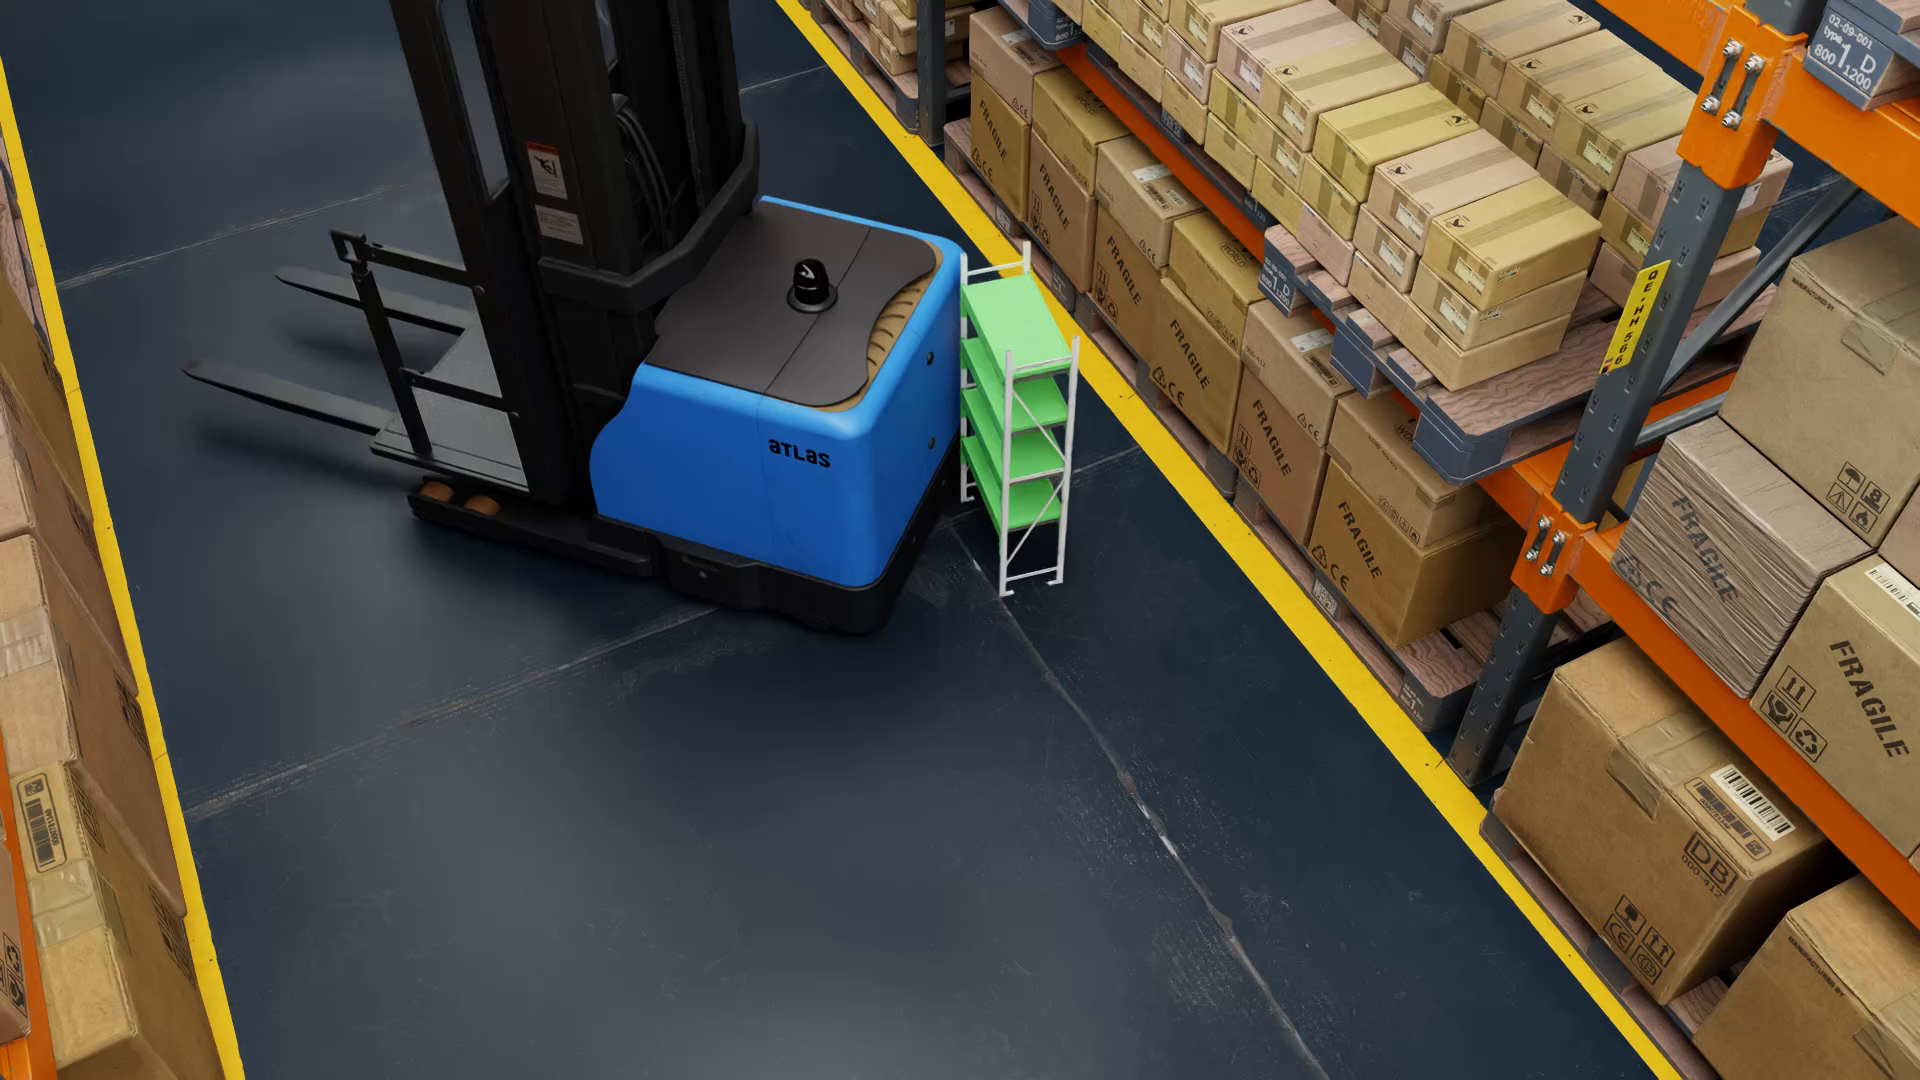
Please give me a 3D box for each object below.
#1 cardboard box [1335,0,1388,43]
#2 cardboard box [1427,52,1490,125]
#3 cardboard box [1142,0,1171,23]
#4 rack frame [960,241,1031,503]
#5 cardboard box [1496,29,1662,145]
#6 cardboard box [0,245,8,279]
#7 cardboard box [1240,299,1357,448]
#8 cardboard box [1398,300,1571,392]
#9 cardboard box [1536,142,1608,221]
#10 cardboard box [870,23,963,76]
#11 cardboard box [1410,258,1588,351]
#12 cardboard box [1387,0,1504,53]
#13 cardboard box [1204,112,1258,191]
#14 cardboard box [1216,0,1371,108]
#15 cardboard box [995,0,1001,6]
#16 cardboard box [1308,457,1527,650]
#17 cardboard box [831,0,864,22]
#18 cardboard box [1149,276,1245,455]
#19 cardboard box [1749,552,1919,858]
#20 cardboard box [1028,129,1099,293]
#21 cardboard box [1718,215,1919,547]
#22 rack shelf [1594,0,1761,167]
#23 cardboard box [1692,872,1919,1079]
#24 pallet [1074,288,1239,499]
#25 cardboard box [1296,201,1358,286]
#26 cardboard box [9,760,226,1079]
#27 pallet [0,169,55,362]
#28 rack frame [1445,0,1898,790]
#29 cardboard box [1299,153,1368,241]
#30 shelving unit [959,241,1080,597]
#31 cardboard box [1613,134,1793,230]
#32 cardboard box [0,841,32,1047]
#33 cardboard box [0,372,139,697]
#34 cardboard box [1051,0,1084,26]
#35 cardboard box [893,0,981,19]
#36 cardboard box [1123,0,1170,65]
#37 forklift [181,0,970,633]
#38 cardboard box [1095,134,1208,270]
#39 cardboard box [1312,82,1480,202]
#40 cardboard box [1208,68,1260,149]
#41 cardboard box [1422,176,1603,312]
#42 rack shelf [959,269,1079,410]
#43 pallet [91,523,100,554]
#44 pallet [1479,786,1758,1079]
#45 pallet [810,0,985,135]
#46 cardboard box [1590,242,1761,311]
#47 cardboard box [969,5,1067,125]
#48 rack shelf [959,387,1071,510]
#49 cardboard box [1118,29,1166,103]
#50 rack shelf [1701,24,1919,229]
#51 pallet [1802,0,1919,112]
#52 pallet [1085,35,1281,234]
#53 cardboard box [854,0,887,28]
[{"bbox_3d":[1.471,-1.779,5.504,0.380,0.149,0.250,-22,52,-18],"label":"cardboard box"},{"bbox_3d":[1.695,-1.445,5.211,0.380,0.149,0.250,-21,52,-17],"label":"cardboard box"},{"bbox_3d":[0.765,-1.834,5.354,0.380,0.149,0.250,-20,52,-16],"label":"cardboard box"},{"bbox_3d":[0.118,-0.569,5.950,0.240,1.200,0.015,-13,50,-11],"label":"rack frame"},{"bbox_3d":[1.832,-1.344,4.925,0.380,0.149,0.250,-21,52,-18],"label":"cardboard box"},{"bbox_3d":[-4.413,-1.316,6.541,0.875,0.875,0.875,-21,52,-18],"label":"cardboard box"},{"bbox_3d":[1.318,-0.636,5.697,0.500,0.250,0.500,-20,52,-17],"label":"cardboard box"},{"bbox_3d":[1.470,-0.599,4.669,0.380,0.149,0.250,-20,52,-17],"label":"cardboard box"},{"bbox_3d":[1.936,-1.099,4.909,0.380,0.149,0.250,-19,51,-16],"label":"cardboard box"},{"bbox_3d":[-0.208,-2.394,7.966,0.380,0.149,0.250,-21,52,-17],"label":"cardboard box"},{"bbox_3d":[1.474,-0.699,4.559,0.380,0.149,0.250,-20,52,-17],"label":"cardboard box"},{"bbox_3d":[1.586,-1.702,5.238,0.380,0.149,0.250,-19,51,-16],"label":"cardboard box"},{"bbox_3d":[1.005,-1.286,5.270,0.380,0.149,0.250,-23,53,-19],"label":"cardboard box"},{"bbox_3d":[1.009,-1.478,5.043,0.380,0.149,0.250,-21,52,-18],"label":"cardboard box"},{"bbox_3d":[0.393,-2.603,8.149,0.380,0.149,0.250,-23,53,-19],"label":"cardboard box"},{"bbox_3d":[1.571,-0.038,5.672,0.500,0.500,0.500,-21,52,-18],"label":"cardboard box"},{"bbox_3d":[-0.431,-2.751,8.278,0.380,0.149,0.250,-23,53,-19],"label":"cardboard box"},{"bbox_3d":[1.080,-0.735,6.281,0.500,0.500,0.500,-23,53,-19],"label":"cardboard box"},{"bbox_3d":[2.305,0.328,3.904,0.500,0.500,0.500,-22,52,-18],"label":"cardboard box"},{"bbox_3d":[0.620,-1.425,6.885,0.500,0.500,0.500,-19,52,-16],"label":"cardboard box"},{"bbox_3d":[2.301,-0.430,3.903,0.700,0.500,0.500,-21,52,-18],"label":"cardboard box"},{"bbox_3d":[1.189,-2.461,4.895,1.077,0.370,4.000,-21,52,-18],"label":"rack shelf"},{"bbox_3d":[2.706,1.253,4.377,1.050,0.750,0.750,-20,52,-17],"label":"cardboard box"},{"bbox_3d":[1.194,-0.793,6.803,1.003,0.211,1.213,-21,52,-18],"label":"pallet"},{"bbox_3d":[1.240,-0.938,4.966,0.380,0.149,0.250,-20,52,-17],"label":"cardboard box"},{"bbox_3d":[-2.649,1.361,4.199,1.225,0.875,0.875,-23,53,-19],"label":"cardboard box"},{"bbox_3d":[-4.461,-1.026,7.007,1.003,0.211,1.213,-21,52,-18],"label":"pallet"},{"bbox_3d":[2.105,-0.372,4.582,1.000,3.000,0.127,-21,52,-18],"label":"rack frame"},{"bbox_3d":[1.227,-1.052,4.868,0.380,0.149,0.250,-20,52,-17],"label":"cardboard box"},{"bbox_3d":[0.189,-0.393,5.797,0.258,1.200,0.503,-13,50,-11],"label":"shelving unit"},{"bbox_3d":[2.063,-1.002,4.626,0.380,0.149,0.250,-21,52,-17],"label":"cardboard box"},{"bbox_3d":[-2.332,0.817,3.476,0.500,0.500,0.500,-20,52,-16],"label":"cardboard box"},{"bbox_3d":[-3.462,0.172,5.239,1.225,0.875,0.875,-23,53,-19],"label":"cardboard box"},{"bbox_3d":[0.519,-1.992,5.887,0.380,0.149,0.250,-23,53,-19],"label":"cardboard box"},{"bbox_3d":[-0.120,-2.593,7.745,0.380,0.149,0.250,-20,52,-17],"label":"cardboard box"},{"bbox_3d":[0.763,-1.734,5.464,0.380,0.149,0.250,-22,52,-18],"label":"cardboard box"},{"bbox_3d":[-1.533,-1.331,5.467,3.031,2.935,1.130,16,51,13],"label":"forklift"},{"bbox_3d":[0.853,-1.327,6.302,0.500,0.250,0.500,-19,52,-16],"label":"cardboard box"},{"bbox_3d":[1.240,-1.138,4.745,0.380,0.149,0.250,-20,52,-16],"label":"cardboard box"},{"bbox_3d":[1.001,-1.387,5.161,0.380,0.149,0.250,-21,52,-18],"label":"cardboard box"},{"bbox_3d":[1.473,-0.793,4.444,0.380,0.149,0.250,-23,53,-19],"label":"cardboard box"},{"bbox_3d":[0.189,-0.667,5.483,0.258,0.148,0.480,-13,50,-11],"label":"rack shelf"},{"bbox_3d":[-3.762,0.000,6.110,1.003,0.211,1.213,-21,52,-18],"label":"pallet"},{"bbox_3d":[2.398,1.100,5.148,1.003,0.211,1.213,-21,52,-18],"label":"pallet"},{"bbox_3d":[-0.065,-2.568,8.356,1.003,0.211,1.213,-21,52,-18],"label":"pallet"},{"bbox_3d":[2.079,-0.796,4.842,0.380,0.149,0.250,-22,52,-18],"label":"cardboard box"},{"bbox_3d":[0.377,-2.026,6.912,0.500,0.250,0.500,-23,53,-19],"label":"cardboard box"},{"bbox_3d":[0.189,-0.351,5.845,0.258,0.148,0.480,-13,50,-11],"label":"rack shelf"},{"bbox_3d":[0.760,-1.641,5.580,0.380,0.149,0.250,-23,53,-19],"label":"cardboard box"},{"bbox_3d":[3.020,0.216,2.553,1.077,0.370,4.000,-21,52,-18],"label":"rack shelf"},{"bbox_3d":[2.446,-0.885,3.164,1.213,0.211,1.003,-19,51,-16],"label":"pallet"},{"bbox_3d":[1.162,-1.619,5.801,1.003,0.211,1.213,-21,52,-18],"label":"pallet"},{"bbox_3d":[-0.287,-2.625,7.970,0.380,0.149,0.250,-23,53,-19],"label":"cardboard box"}]
